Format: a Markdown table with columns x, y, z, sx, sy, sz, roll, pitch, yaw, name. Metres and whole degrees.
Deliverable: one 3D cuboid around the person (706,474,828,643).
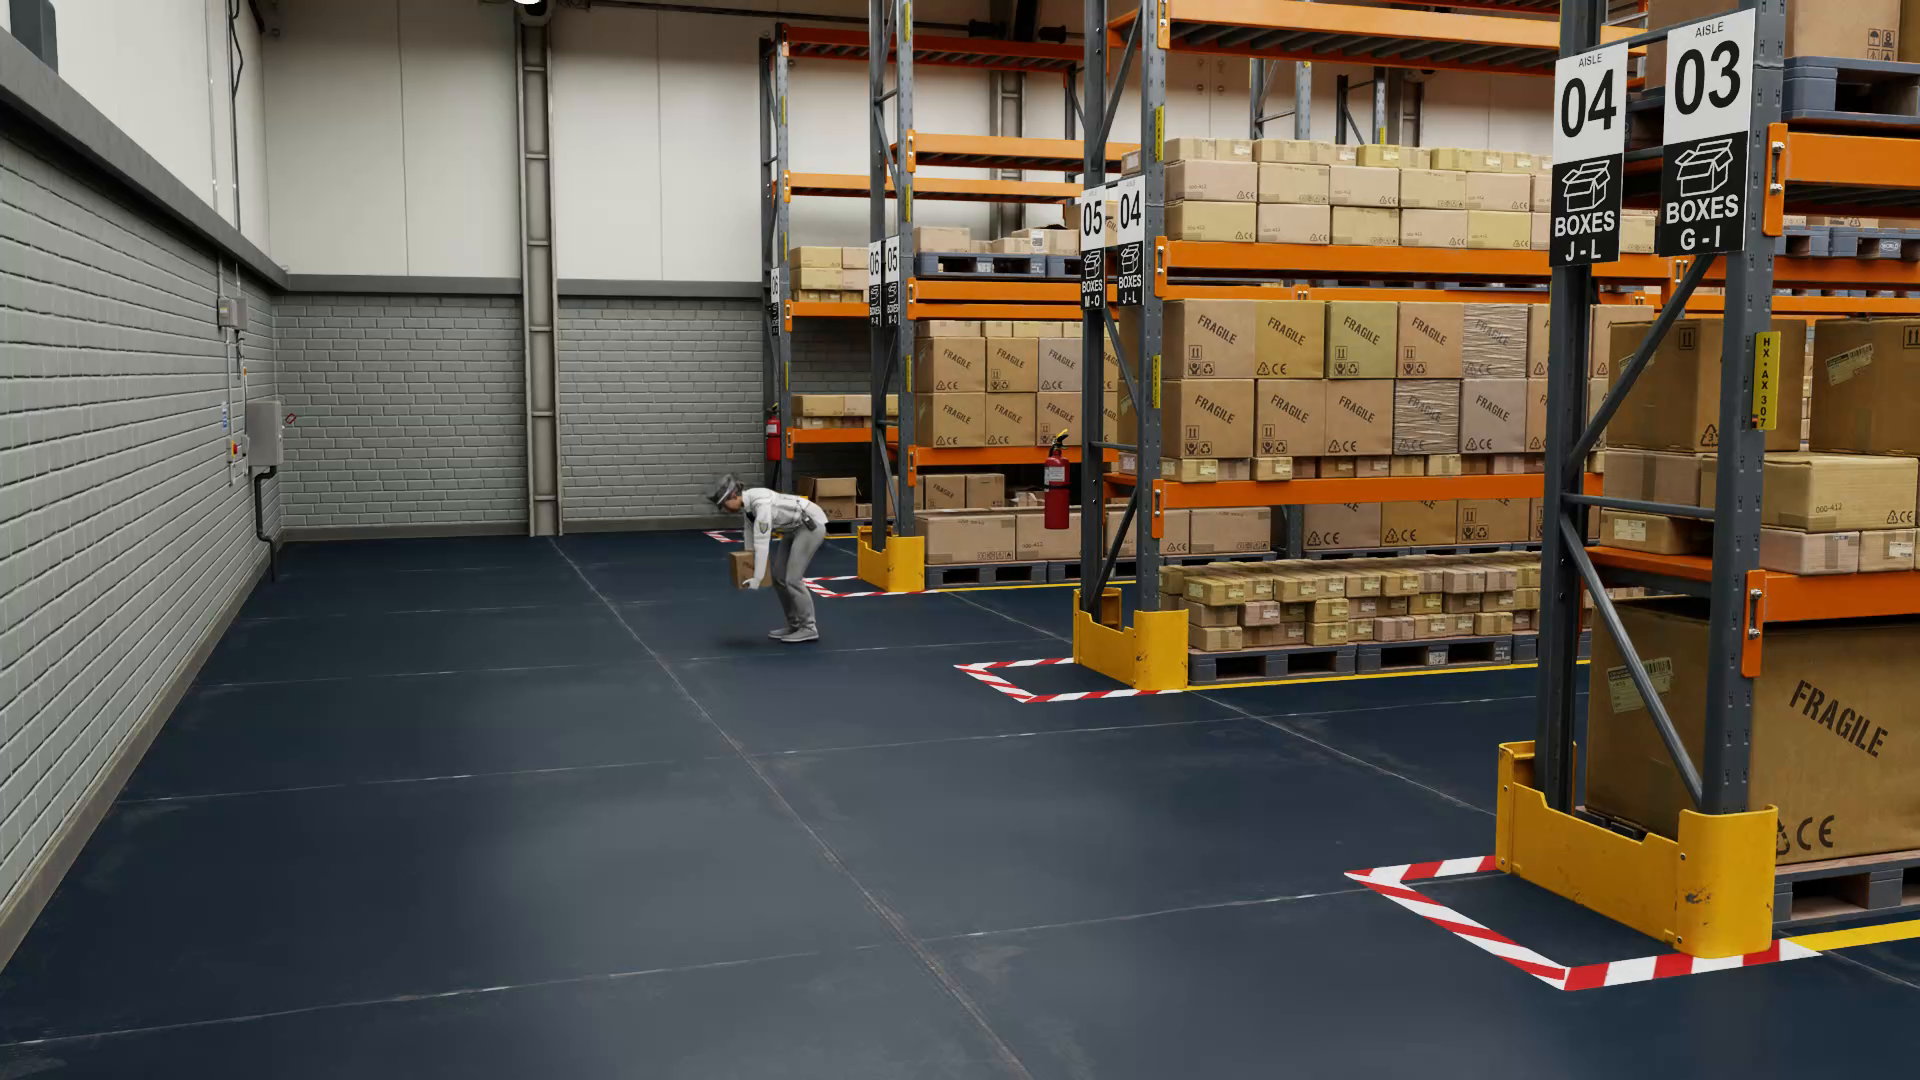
| x | y | z | sx | sy | sz | roll | pitch | yaw | name |
| --- | --- | --- | --- | --- | --- | --- | --- | --- | --- |
| -1.428 | 0.132 | 12.326 | 0.906 | 1.251 | 0.402 | -2 | 6 | -20 | person |
